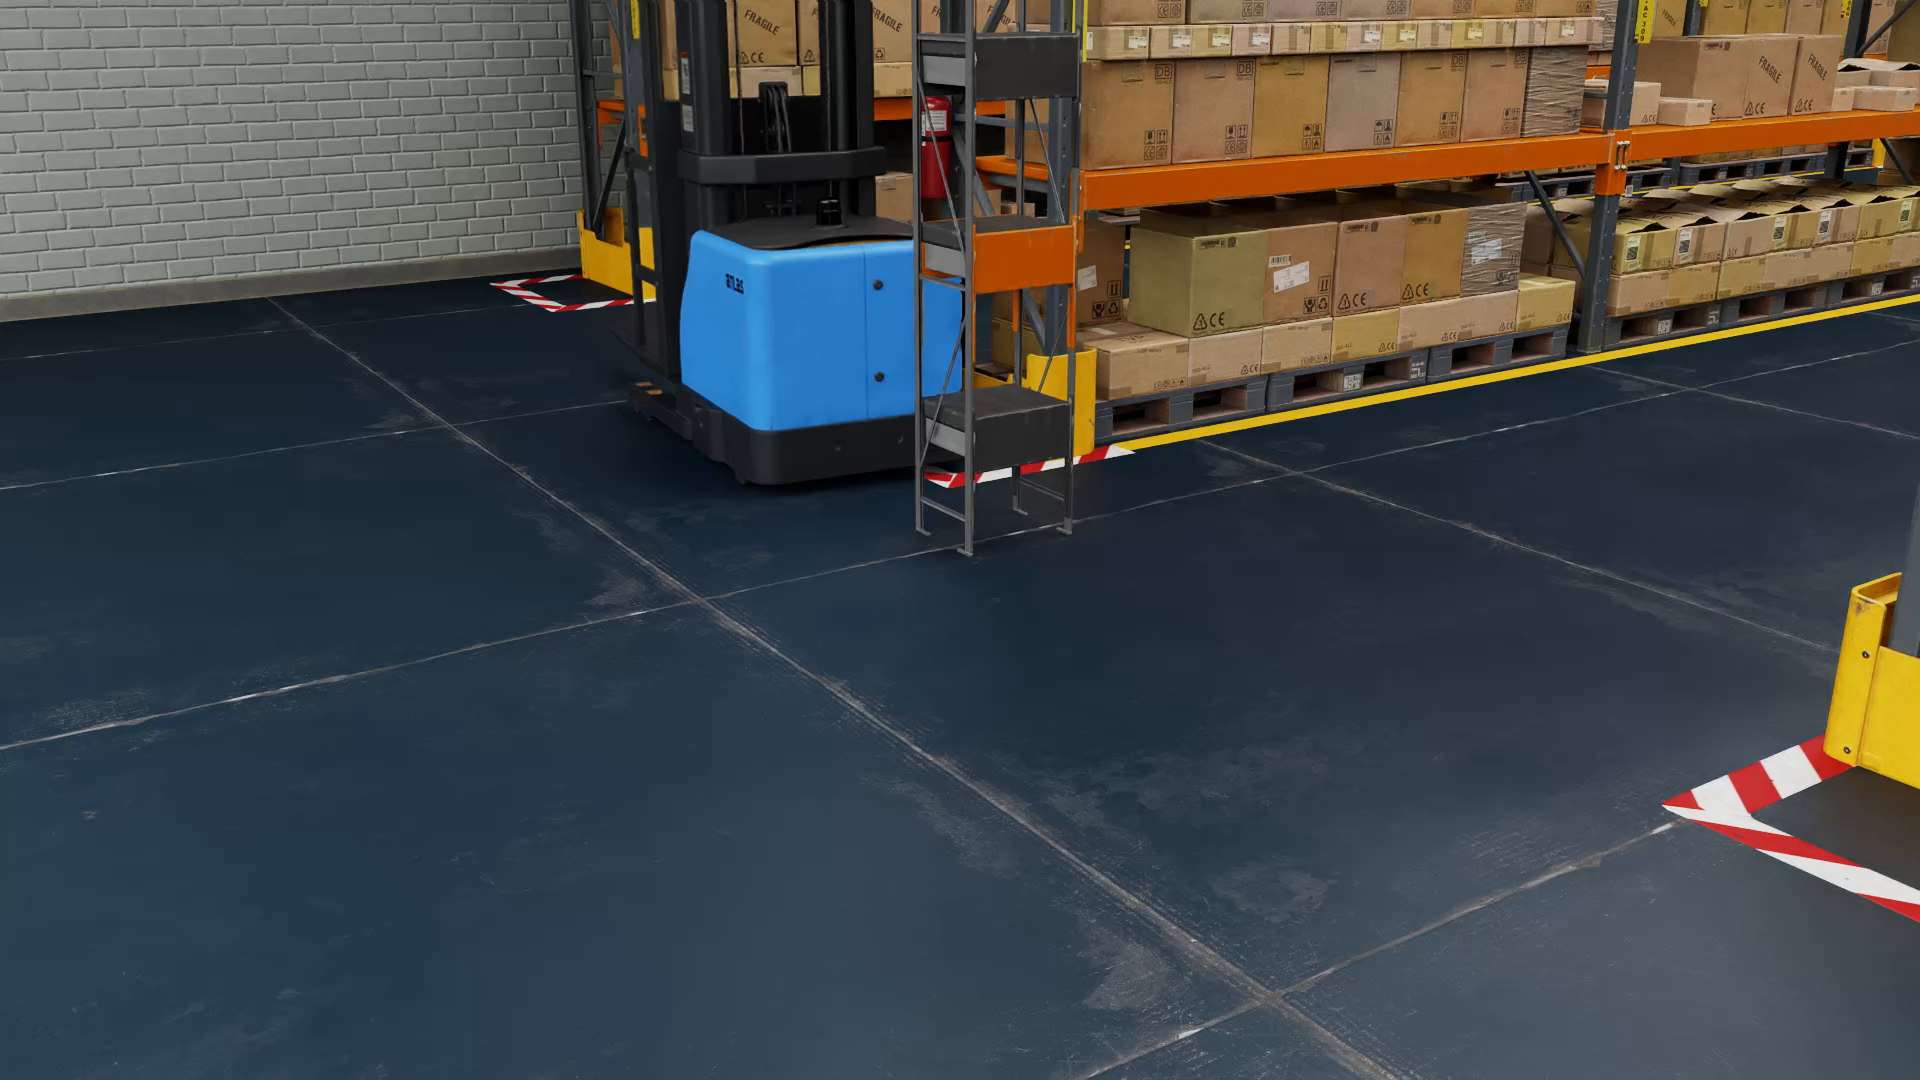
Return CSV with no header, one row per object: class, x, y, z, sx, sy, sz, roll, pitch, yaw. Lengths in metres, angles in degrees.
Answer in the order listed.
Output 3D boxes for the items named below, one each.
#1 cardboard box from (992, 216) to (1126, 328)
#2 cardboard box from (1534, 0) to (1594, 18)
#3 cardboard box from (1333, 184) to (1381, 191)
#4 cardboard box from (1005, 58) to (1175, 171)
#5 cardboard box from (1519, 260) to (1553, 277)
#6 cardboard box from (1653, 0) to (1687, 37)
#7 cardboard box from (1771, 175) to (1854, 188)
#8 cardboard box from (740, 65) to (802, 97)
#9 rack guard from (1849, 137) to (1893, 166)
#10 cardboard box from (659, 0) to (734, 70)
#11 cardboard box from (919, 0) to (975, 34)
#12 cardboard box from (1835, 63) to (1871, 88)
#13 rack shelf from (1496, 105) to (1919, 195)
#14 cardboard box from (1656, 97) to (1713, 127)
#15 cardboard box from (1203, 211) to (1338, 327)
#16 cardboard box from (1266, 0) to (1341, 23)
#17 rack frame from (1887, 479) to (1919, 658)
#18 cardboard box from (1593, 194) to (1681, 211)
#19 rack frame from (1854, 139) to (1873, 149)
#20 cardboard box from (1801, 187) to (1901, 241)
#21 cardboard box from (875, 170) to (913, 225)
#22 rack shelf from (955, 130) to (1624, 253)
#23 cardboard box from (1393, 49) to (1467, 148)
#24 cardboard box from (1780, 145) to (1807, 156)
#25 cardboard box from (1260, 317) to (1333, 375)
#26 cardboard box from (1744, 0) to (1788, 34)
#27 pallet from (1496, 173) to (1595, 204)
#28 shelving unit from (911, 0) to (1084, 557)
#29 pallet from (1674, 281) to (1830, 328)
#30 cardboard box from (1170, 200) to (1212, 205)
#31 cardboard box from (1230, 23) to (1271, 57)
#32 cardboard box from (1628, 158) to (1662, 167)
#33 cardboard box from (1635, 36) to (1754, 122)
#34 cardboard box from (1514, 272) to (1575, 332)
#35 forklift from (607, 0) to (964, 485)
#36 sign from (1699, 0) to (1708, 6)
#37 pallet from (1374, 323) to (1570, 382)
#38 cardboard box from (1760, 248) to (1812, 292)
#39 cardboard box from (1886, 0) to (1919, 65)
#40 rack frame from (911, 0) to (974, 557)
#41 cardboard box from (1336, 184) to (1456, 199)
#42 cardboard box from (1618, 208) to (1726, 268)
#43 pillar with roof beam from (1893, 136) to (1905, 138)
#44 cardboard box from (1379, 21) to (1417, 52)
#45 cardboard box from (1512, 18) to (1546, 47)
cardboard box,0.510,-1.399,8.666,0.500,0.500,0.500,-12,22,-31
cardboard box,3.199,-3.260,9.522,0.500,0.500,0.700,-12,22,-31
cardboard box,3.607,-3.590,15.897,0.500,0.500,0.700,-12,22,-31
cardboard box,0.622,-2.099,8.115,0.500,0.500,0.700,-12,22,-31
cardboard box,3.753,-1.725,10.800,0.500,0.250,0.500,-12,22,-32
cardboard box,7.273,-5.460,17.561,0.500,0.500,0.500,-12,22,-32
cardboard box,6.308,-2.531,12.309,0.500,0.311,0.500,-11,22,-30
cardboard box,-1.494,-3.332,12.121,0.500,0.250,0.500,-13,22,-33
rack guard,10.881,-4.936,20.564,0.348,0.500,1.175,-12,22,-31
cardboard box,-1.938,-3.595,11.727,0.500,0.500,0.500,-12,22,-31
cardboard box,-0.226,-3.955,12.791,0.500,0.500,0.500,-13,22,-33
cardboard box,6.053,-3.234,11.767,0.500,0.311,0.500,-12,22,-32
rack shelf,5.237,-2.689,11.139,4.000,0.370,1.077,-12,22,-31
cardboard box,4.419,-2.660,10.322,0.250,0.149,0.380,-12,22,-31
cardboard box,1.623,-1.440,8.787,0.500,0.500,0.500,-12,22,-31
cardboard box,1.523,-2.906,8.476,0.500,0.500,0.700,-12,22,-31
rack frame,2.947,-0.648,3.977,0.127,3.000,1.000,-12,22,-31
cardboard box,4.596,-2.168,11.237,0.500,0.311,0.500,-12,22,-32
rack frame,10.861,-6.116,20.151,0.127,3.000,1.000,-12,22,-31
cardboard box,6.174,-2.293,11.606,0.500,0.311,0.500,-12,22,-32
cardboard box,-0.758,-2.636,13.074,0.500,0.500,0.700,-14,23,-35
rack shelf,1.896,-1.985,9.055,4.000,0.370,1.077,-12,22,-31
cardboard box,2.341,-2.463,9.191,0.500,0.500,0.700,-12,22,-31
cardboard box,9.494,-4.804,19.517,0.500,0.500,0.700,-13,22,-33
cardboard box,1.629,-1.082,8.898,0.500,0.250,0.500,-12,22,-31
cardboard box,8.595,-5.772,18.665,0.700,0.700,0.980,-13,22,-33
pallet,5.897,-3.718,17.413,1.213,0.211,1.003,-12,22,-31
shelving unit,0.138,-1.024,6.495,0.503,2.100,0.431,-12,22,-31
pallet,5.180,-1.713,11.483,1.213,0.211,1.003,-12,22,-31
cardboard box,1.848,-3.265,14.935,0.500,0.500,0.700,-12,22,-32
cardboard box,1.312,-2.474,8.210,0.250,0.149,0.380,-12,22,-32
cardboard box,7.049,-4.443,17.903,0.750,0.750,0.750,-12,22,-31
cardboard box,4.657,-2.949,10.628,0.500,0.500,0.500,-10,21,-28
cardboard box,3.299,-1.434,9.940,0.500,0.250,0.500,-12,22,-31
forklift,-1.090,-2.054,8.245,1.130,2.935,3.031,-9,21,-25
sign,7.827,-5.779,17.470,0.005,0.325,0.100,-12,22,-31
pallet,2.879,-1.228,10.047,1.213,0.211,1.003,-12,22,-31
cardboard box,5.323,-1.850,11.171,0.500,0.250,0.500,-11,22,-30
cardboard box,7.371,-3.770,12.400,0.700,0.500,0.500,14,23,35
rack frame,-0.066,-0.981,6.368,0.015,2.100,0.400,-12,22,-31
cardboard box,2.593,-1.841,9.974,0.500,0.500,0.500,-12,22,-31
cardboard box,4.469,-1.933,10.540,0.500,0.311,0.500,-12,22,-32
pillar with roof beam,15.008,-8.513,17.876,0.400,9.000,9.100,-12,22,-31
cardboard box,2.175,-2.656,8.750,0.250,0.149,0.380,-11,22,-30
cardboard box,3.032,-2.837,9.285,0.250,0.149,0.380,-13,22,-33
